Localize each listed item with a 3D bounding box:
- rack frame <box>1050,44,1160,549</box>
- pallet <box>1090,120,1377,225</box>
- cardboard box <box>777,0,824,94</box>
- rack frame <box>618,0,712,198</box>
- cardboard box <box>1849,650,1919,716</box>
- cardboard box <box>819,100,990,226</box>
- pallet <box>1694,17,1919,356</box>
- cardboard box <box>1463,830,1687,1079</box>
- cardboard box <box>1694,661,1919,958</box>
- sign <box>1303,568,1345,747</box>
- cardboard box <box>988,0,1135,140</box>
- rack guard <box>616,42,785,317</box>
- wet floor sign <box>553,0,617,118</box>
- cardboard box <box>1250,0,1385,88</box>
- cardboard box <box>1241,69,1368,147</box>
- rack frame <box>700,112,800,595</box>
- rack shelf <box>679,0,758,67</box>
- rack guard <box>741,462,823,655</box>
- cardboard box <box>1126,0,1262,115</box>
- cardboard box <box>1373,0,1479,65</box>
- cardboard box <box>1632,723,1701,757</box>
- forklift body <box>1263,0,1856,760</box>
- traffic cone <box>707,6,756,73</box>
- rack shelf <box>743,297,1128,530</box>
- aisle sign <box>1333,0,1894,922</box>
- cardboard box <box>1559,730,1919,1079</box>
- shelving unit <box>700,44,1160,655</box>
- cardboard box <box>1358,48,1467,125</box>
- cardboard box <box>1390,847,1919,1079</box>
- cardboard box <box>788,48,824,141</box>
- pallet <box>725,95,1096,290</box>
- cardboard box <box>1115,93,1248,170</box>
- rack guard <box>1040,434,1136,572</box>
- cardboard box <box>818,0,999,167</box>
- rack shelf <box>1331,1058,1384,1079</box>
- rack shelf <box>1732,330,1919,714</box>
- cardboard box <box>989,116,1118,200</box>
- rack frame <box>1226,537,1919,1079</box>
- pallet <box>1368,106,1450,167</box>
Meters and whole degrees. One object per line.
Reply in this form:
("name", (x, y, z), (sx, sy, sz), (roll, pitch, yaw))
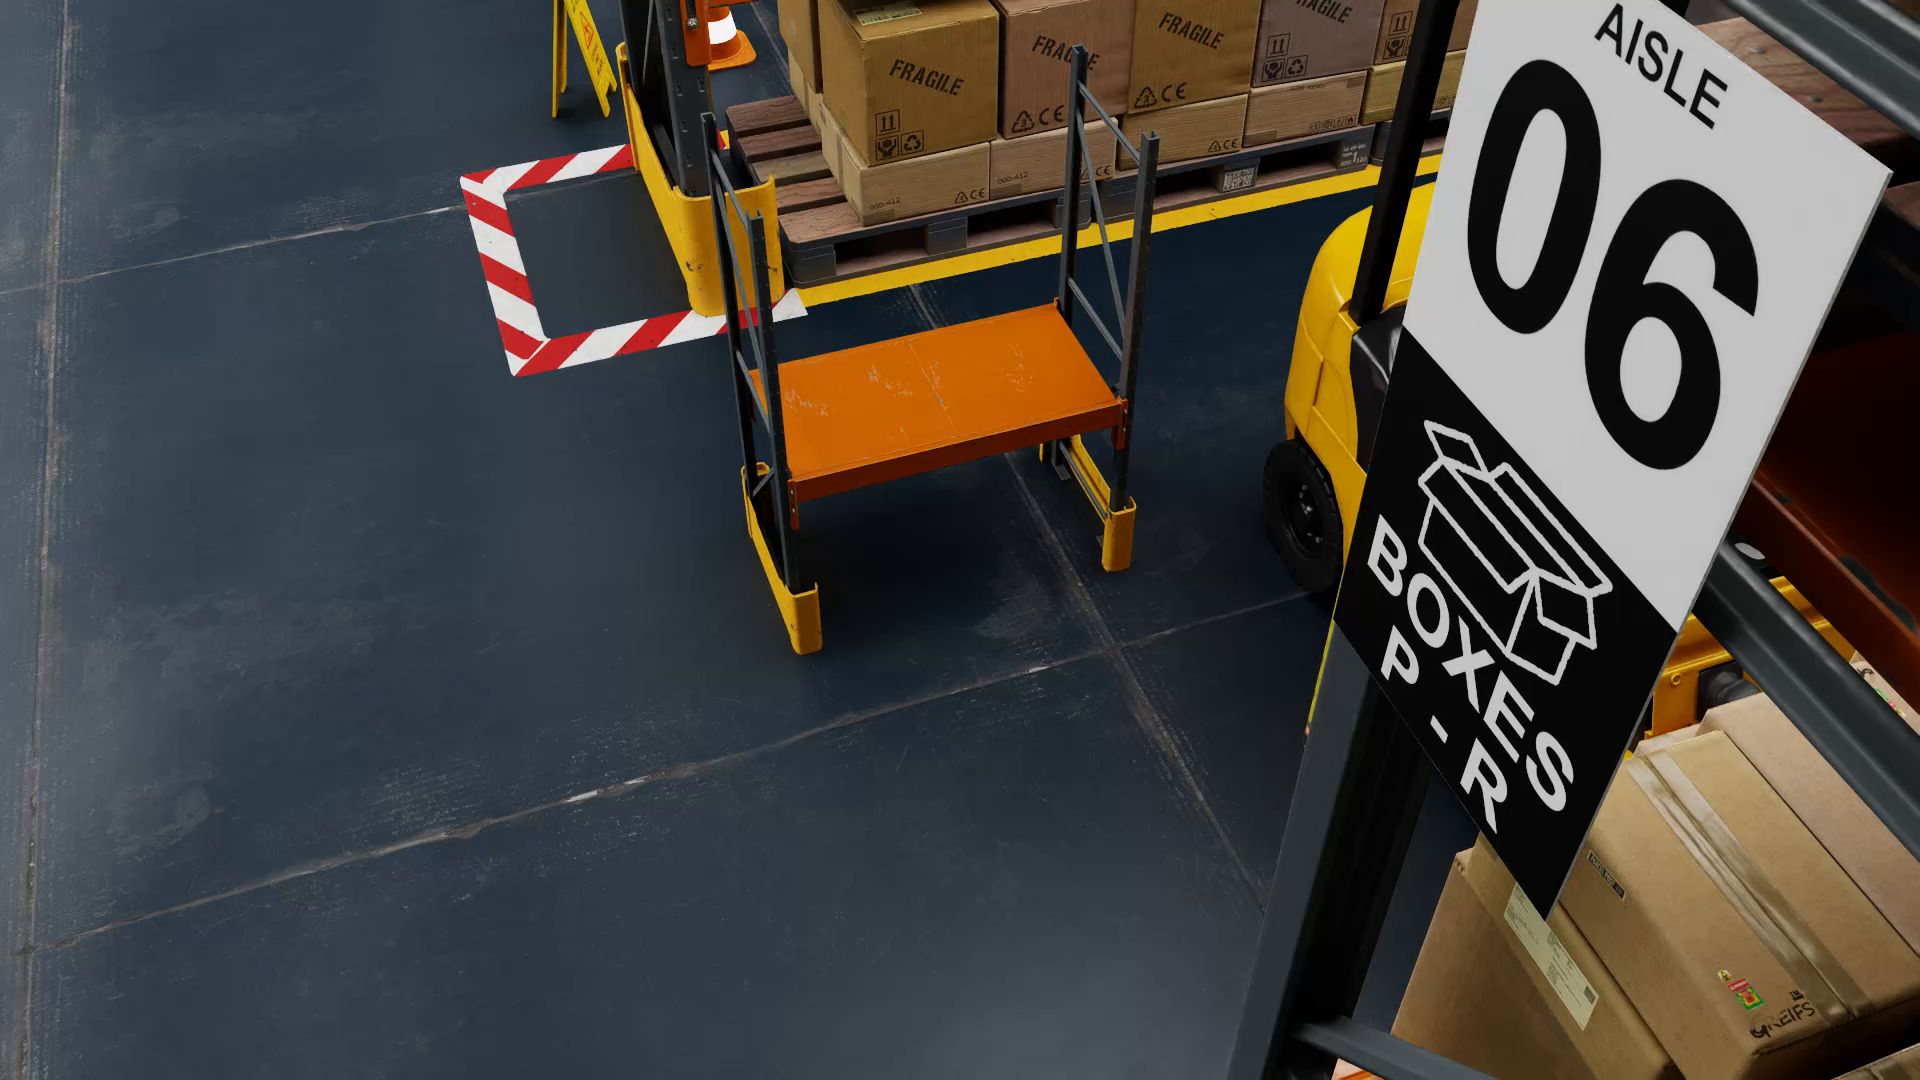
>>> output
("rack frame", (0.398, -0.631, 4.820), (0.032, 1.500, 0.500), (-14, 47, -14))
("pallet", (0.931, -1.768, 6.863), (1.213, 0.211, 1.003), (-14, 47, -14))
("cardboard box", (-0.397, -2.080, 6.321), (0.500, 0.500, 0.500), (-14, 47, -14))
("rack frame", (-1.062, -2.271, 5.396), (0.127, 3.000, 1.000), (-14, 47, -14))
("cardboard box", (1.350, 0.278, 2.117), (0.250, 0.149, 0.380), (-13, 47, -13))
("cardboard box", (-0.210, -1.459, 6.231), (0.500, 0.250, 0.500), (-15, 47, -14))
("pallet", (1.301, -0.146, 1.222), (1.213, 0.211, 1.003), (-14, 47, -14))
("cardboard box", (0.858, 0.500, 2.105), (0.250, 0.149, 0.380), (-14, 47, -13))
("cardboard box", (1.113, 0.359, 2.036), (0.250, 0.149, 0.380), (-14, 47, -14))
("sign", (0.455, 0.177, 1.971), (0.005, 0.325, 0.100), (-14, 47, -14))
("cardboard box", (0.303, -1.858, 6.100), (0.500, 0.500, 0.500), (-16, 47, -15))
("rack guard", (-0.991, -1.407, 6.300), (0.348, 0.500, 1.175), (-14, 47, -14))
("wet floor sign", (-1.604, -2.108, 6.895), (0.232, 0.644, 0.267), (0, 45, 0))
("cardboard box", (1.277, -2.108, 6.348), (0.500, 0.500, 0.500), (-12, 46, -12))
("cardboard box", (1.258, -1.836, 6.607), (0.500, 0.250, 0.500), (-14, 47, -13))
("rack frame", (-0.558, -0.387, 4.576), (0.032, 1.500, 0.500), (-14, 47, -14))
("rack shelf", (0.819, -2.499, 6.130), (4.000, 0.370, 1.077), (-14, 47, -14))
("rack guard", (-0.540, 0.050, 5.024), (0.087, 0.250, 0.587), (-14, 47, -14))
("cardboard box", (0.777, -1.974, 6.215), (0.500, 0.500, 0.500), (-13, 47, -13))
("cardboard box", (1.757, -2.231, 6.471), (0.500, 0.500, 0.500), (-14, 47, -13))
("cardboard box", (1.088, 0.419, 2.186), (0.250, 0.149, 0.380), (-14, 47, -13))
("forklift body", (1.791, -0.337, 4.068), (1.214, 2.155, 2.313), (-14, 47, -14))
("traffic cone", (-1.096, -2.339, 7.254), (0.334, 0.463, 0.336), (-14, 47, -14))
("rack shelf", (-0.080, -0.382, 4.826), (1.000, 0.185, 0.538), (-14, 47, -14))
("aisle sign", (0.465, -0.063, 1.360), (0.004, 0.787, 0.394), (-14, 47, -14))
("cardboard box", (0.892, 0.439, 1.956), (0.250, 0.149, 0.380), (-14, 47, -14))
("shelving unit", (-0.072, -0.511, 4.701), (1.083, 1.500, 0.587), (-14, 47, -14))
("cardboard box", (1.738, -1.955, 6.726), (0.500, 0.250, 0.500), (-15, 47, -15))
("cardboard box", (1.000, 0.706, 2.358), (0.500, 0.500, 0.500), (-15, 47, -15))
("cardboard box", (-0.371, -1.828, 6.599), (0.500, 0.250, 0.500), (-15, 47, -14))
("pallet", (-0.215, -1.477, 6.573), (1.213, 0.211, 1.003), (-14, 47, -14))
("cardboard box", (0.782, -1.716, 6.488), (0.500, 0.250, 0.500), (-11, 46, -11))
("rack guard", (0.397, -0.190, 5.263), (0.087, 0.250, 0.587), (-14, 47, -14))
("cardboard box", (-0.187, -1.730, 5.971), (0.500, 0.500, 0.500), (-16, 47, -15))
("rack shelf", (2.508, 0.807, 2.835), (4.000, 0.370, 1.077), (-14, 47, -14))
("rack shelf", (2.508, -0.251, 1.773), (4.000, 0.370, 1.077), (-14, 47, -14))
("cardboard box", (0.273, -1.577, 6.348), (0.500, 0.250, 0.500), (-13, 46, -12))
("rack frame", (0.627, 1.034, 2.101), (0.127, 3.000, 1.000), (-14, 47, -14))
("pallet", (2.080, -2.064, 7.158), (1.213, 0.211, 1.003), (-14, 47, -14))
